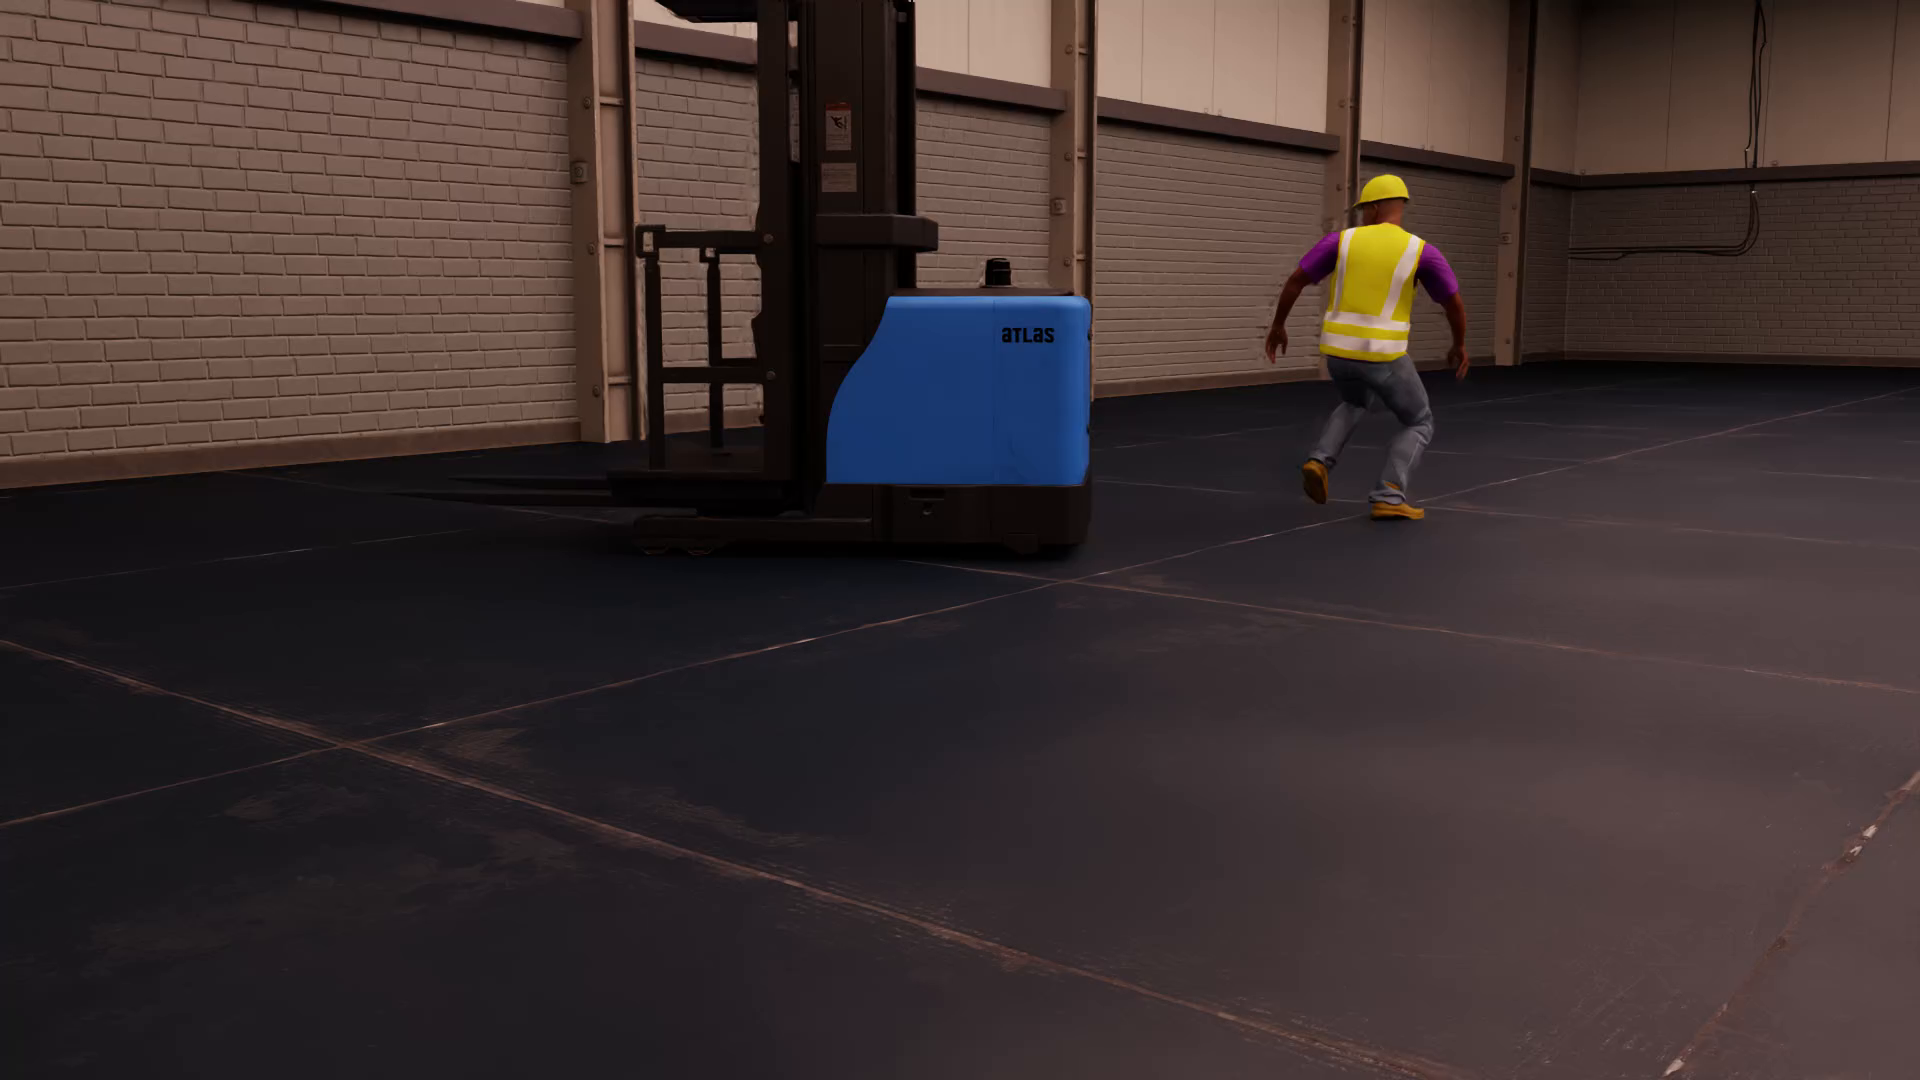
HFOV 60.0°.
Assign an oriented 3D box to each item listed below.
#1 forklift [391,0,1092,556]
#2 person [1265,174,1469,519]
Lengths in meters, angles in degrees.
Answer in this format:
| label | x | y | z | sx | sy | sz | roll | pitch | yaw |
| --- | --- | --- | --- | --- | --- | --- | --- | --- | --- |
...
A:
| label | x | y | z | sx | sy | sz | roll | pitch | yaw |
| --- | --- | --- | --- | --- | --- | --- | --- | --- | --- |
| forklift | -0.946 | -1.458 | 7.244 | 3.031 | 2.935 | 1.130 | 1 | 8 | 6 |
| person | 2.012 | -0.940 | 8.144 | 0.858 | 1.664 | 0.621 | 7 | 11 | 41 |
